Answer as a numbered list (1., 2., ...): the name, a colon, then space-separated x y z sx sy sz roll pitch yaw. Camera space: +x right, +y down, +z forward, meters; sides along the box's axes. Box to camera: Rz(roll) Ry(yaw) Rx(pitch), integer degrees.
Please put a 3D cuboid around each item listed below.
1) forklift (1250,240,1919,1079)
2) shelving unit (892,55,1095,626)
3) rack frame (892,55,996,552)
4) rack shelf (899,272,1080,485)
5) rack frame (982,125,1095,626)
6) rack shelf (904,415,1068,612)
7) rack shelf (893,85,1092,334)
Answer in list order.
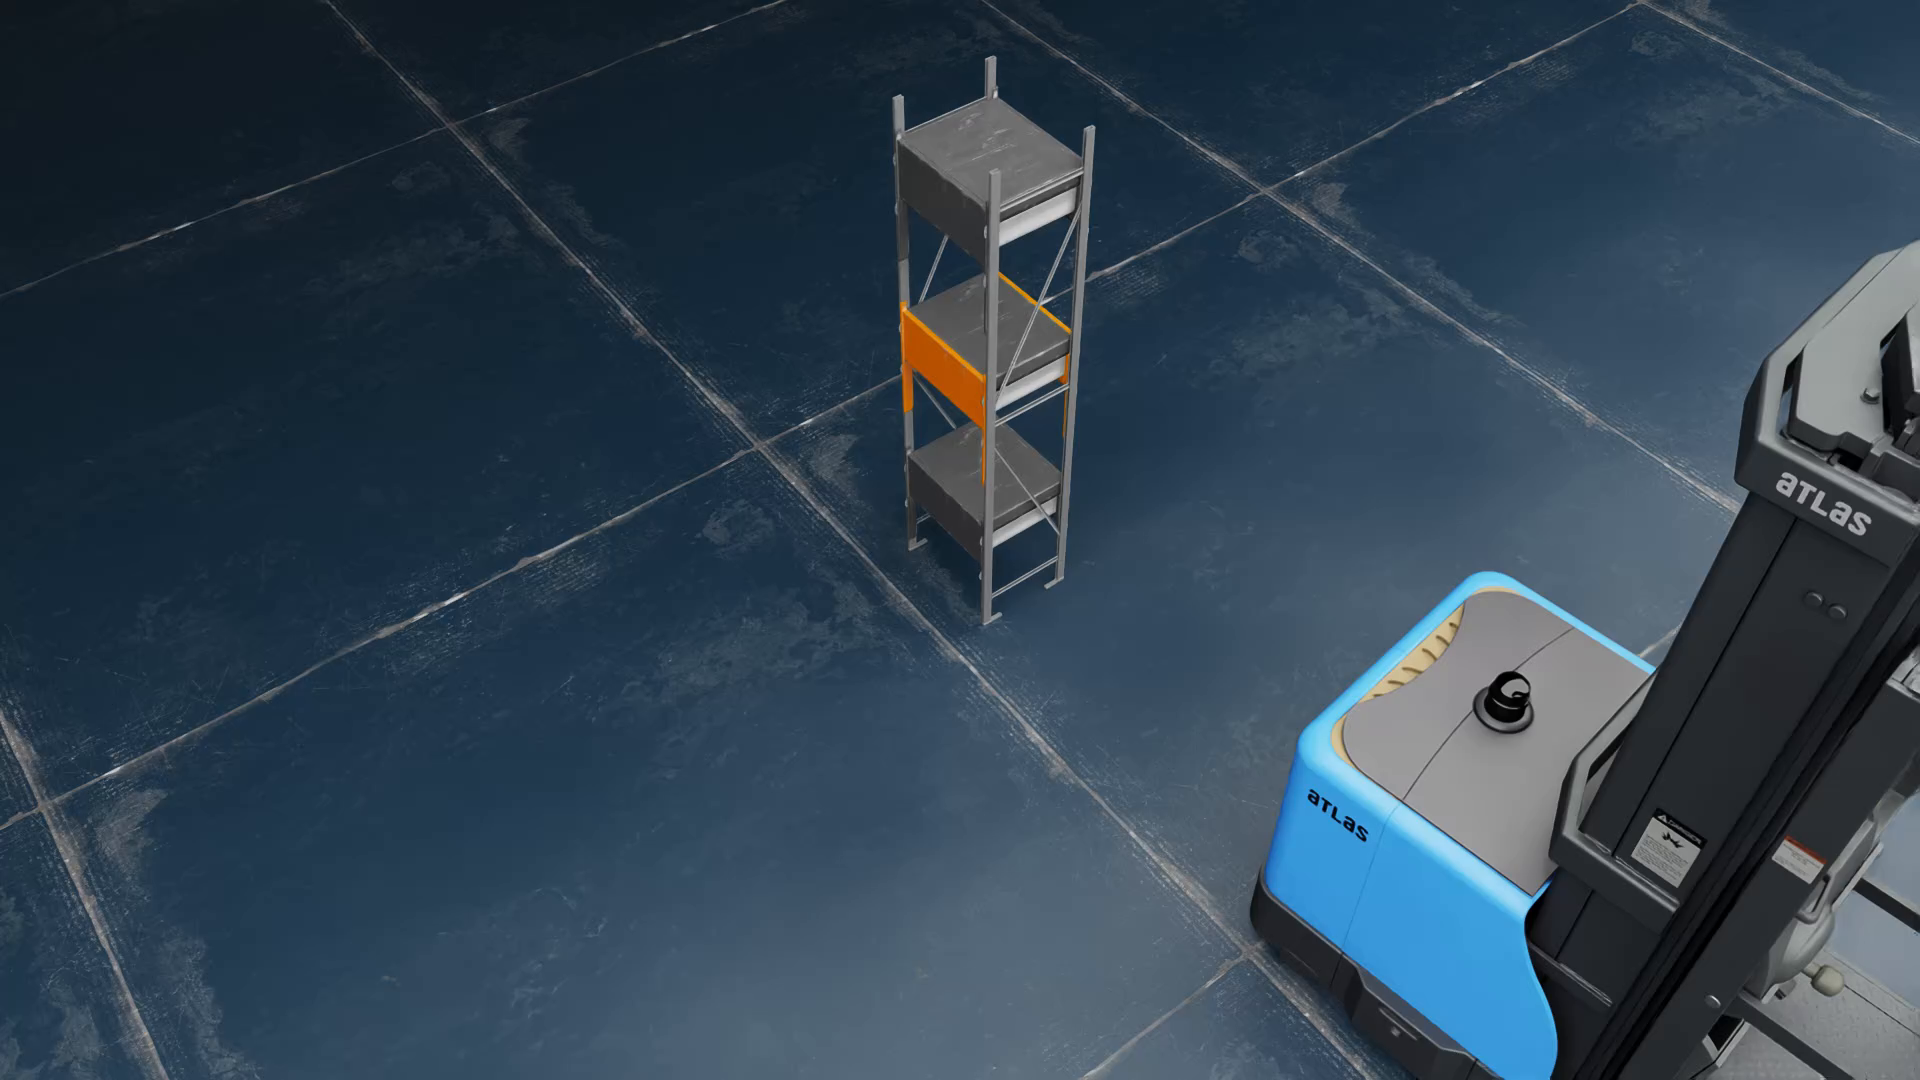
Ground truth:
1. forklift: 2.353 0.839 4.010 1.130 2.935 3.031 -36 57 -28
2. shelving unit: 0.100 -0.608 5.882 0.431 2.100 0.503 -29 54 -24
3. rack frame: -0.048 -0.752 6.013 0.400 2.100 0.015 -29 54 -24
4. rack shelf: 0.100 -0.598 5.893 0.431 0.518 0.480 -29 54 -24
5. rack frame: 0.248 -0.464 5.752 0.400 2.100 0.015 -29 54 -24
6. rack shelf: 0.100 -0.128 6.411 0.431 0.518 0.480 -29 54 -24
7. rack shelf: 0.100 -1.069 5.374 0.431 0.518 0.480 -29 54 -24
